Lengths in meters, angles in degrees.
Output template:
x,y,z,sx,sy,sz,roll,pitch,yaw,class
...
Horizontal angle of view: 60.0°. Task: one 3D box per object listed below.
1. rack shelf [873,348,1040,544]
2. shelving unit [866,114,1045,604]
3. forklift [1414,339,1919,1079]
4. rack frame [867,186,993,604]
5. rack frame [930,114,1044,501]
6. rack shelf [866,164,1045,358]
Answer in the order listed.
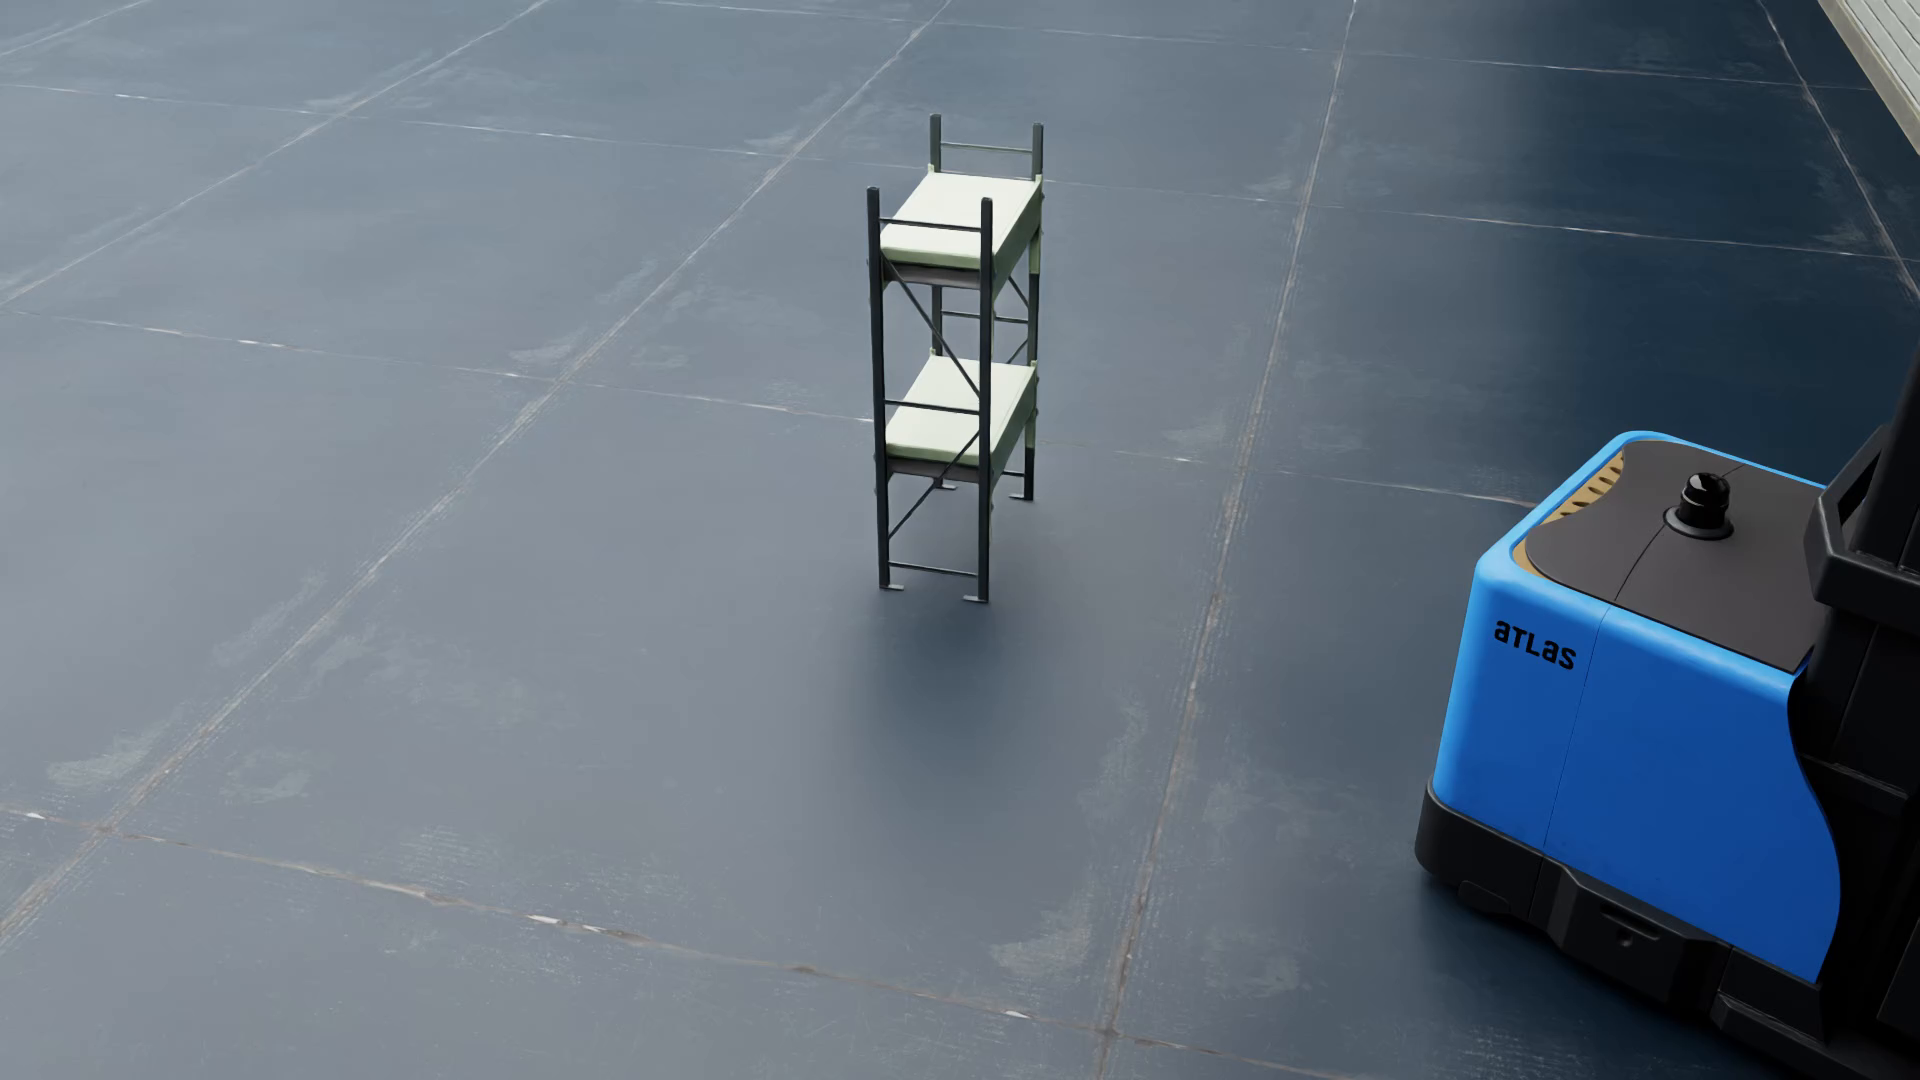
x,y,z,sx,sy,sz,roll,pitch,yaw,class
-0.002,-0.354,6.017,0.431,0.370,0.720,8,33,12,rack shelf
-0.002,-0.629,5.842,0.431,1.500,0.755,8,33,12,shelving unit
2.730,0.047,3.444,3.031,2.935,1.130,25,40,34,forklift
-0.095,-0.440,5.543,0.400,1.500,0.023,8,33,12,rack frame
0.091,-0.819,6.141,0.400,1.500,0.023,8,33,12,rack frame
-0.002,-0.959,5.633,0.431,0.370,0.720,8,33,12,rack shelf
